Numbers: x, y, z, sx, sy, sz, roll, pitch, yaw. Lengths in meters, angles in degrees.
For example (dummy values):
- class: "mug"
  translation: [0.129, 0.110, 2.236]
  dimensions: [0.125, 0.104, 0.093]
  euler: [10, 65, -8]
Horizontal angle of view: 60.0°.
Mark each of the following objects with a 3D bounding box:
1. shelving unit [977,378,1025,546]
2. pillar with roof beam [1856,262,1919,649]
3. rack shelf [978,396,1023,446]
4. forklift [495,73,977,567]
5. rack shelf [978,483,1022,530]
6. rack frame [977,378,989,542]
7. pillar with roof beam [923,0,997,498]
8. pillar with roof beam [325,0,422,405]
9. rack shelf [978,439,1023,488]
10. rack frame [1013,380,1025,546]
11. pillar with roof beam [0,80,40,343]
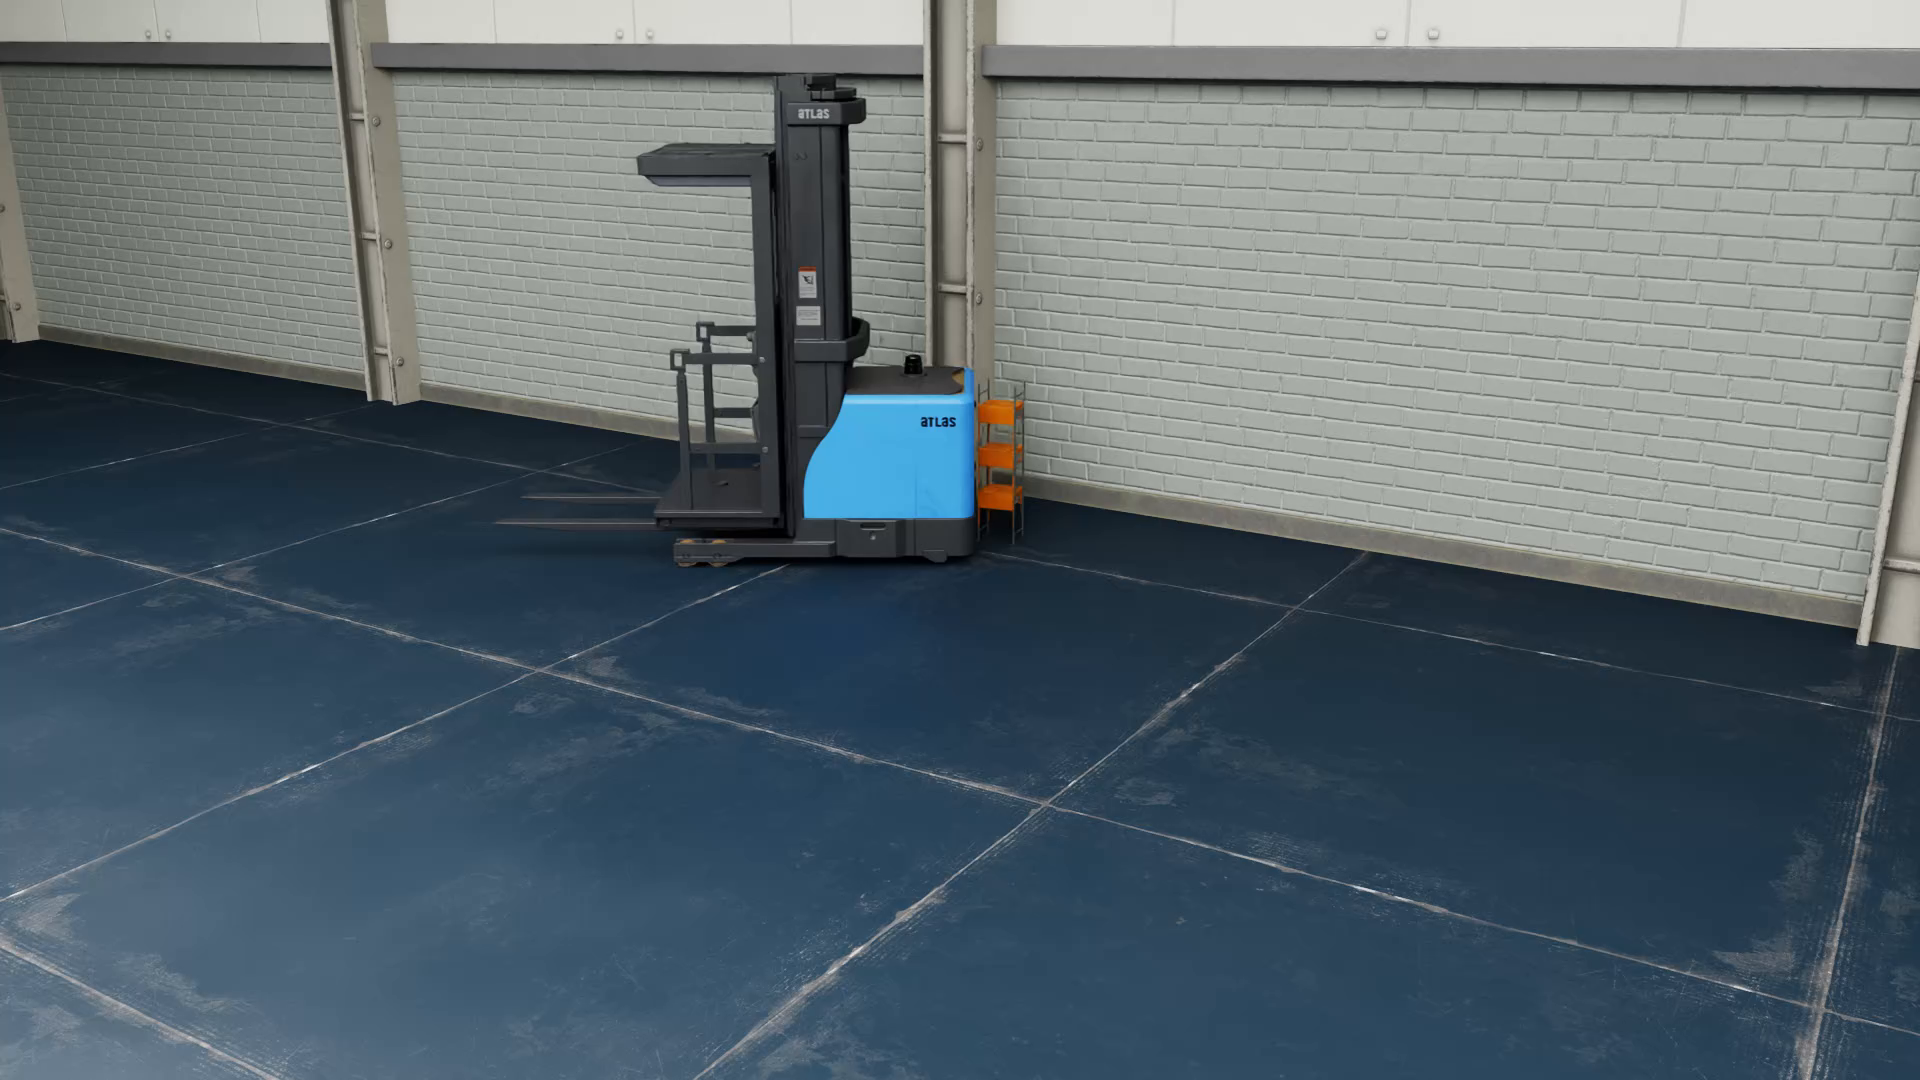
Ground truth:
- class: "shelving unit"
  translation: [0.265, -0.502, 10.728]
  dimensions: [0.252, 1.050, 0.215]
  euler: [6, 18, 20]
- class: "pillar with roof beam"
  translation: [2.860, -2.683, 4.232]
  dimensions: [0.400, 9.000, 9.100]
  euler: [10, 20, 30]
- class: "rack shelf"
  translation: [0.265, -0.764, 10.649]
  dimensions: [0.240, 0.259, 0.215]
  euler: [6, 18, 20]
- class: "forklift"
  translation: [-1.410, -1.389, 10.411]
  dimensions: [3.031, 2.935, 1.130]
  euler: [0, 17, 0]
- class: "rack shelf"
  translation: [0.265, -0.226, 10.812]
  dimensions: [0.240, 0.259, 0.215]
  euler: [6, 18, 20]
- class: "rack frame"
  translation: [0.150, -0.515, 10.769]
  dimensions: [0.008, 1.050, 0.200]
  euler: [6, 18, 20]
- class: "pillar with roof beam"
  translation: [-2.253, -3.596, 7.237]
  dimensions: [0.400, 9.000, 9.100]
  euler: [10, 20, 30]
- class: "pillar with roof beam"
  translation: [-7.366, -4.509, 10.241]
  dimensions: [0.400, 9.000, 9.100]
  euler: [10, 20, 30]
- class: "rack shelf"
  translation: [0.265, -0.492, 10.731]
  dimensions: [0.240, 0.259, 0.215]
  euler: [6, 18, 20]
- class: "rack frame"
  translation: [0.379, -0.490, 10.687]
  dimensions: [0.008, 1.050, 0.200]
  euler: [6, 18, 20]
- class: "pillar with roof beam"
  translation: [-12.478, -5.421, 13.246]
  dimensions: [0.400, 9.000, 9.100]
  euler: [10, 20, 30]
